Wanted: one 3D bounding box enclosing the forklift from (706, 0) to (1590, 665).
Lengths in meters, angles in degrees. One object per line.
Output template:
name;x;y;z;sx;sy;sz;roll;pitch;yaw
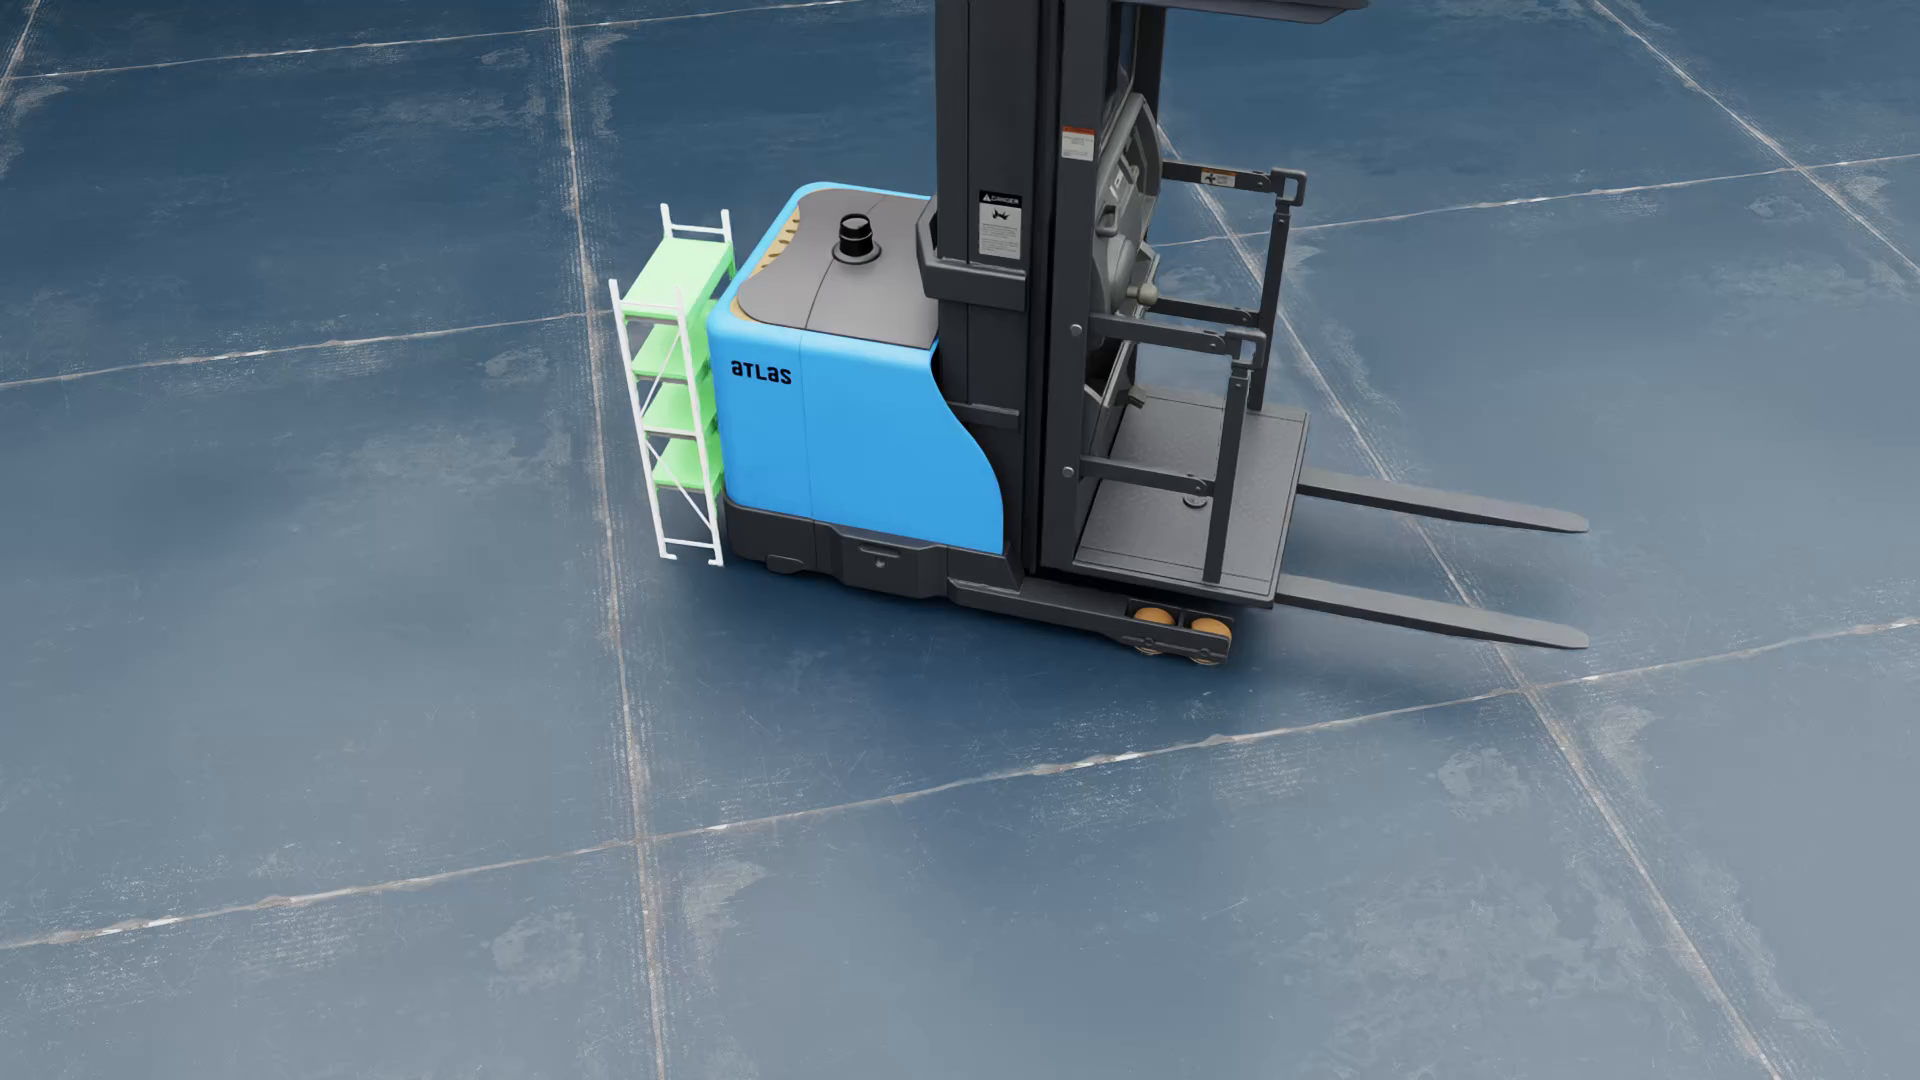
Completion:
forklift;0.719;-1.058;5.234;3.031;2.935;1.130;11;43;12

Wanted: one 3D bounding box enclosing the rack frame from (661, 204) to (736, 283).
rack frame;-0.902;-0.693;6.122;0.240;1.200;0.015;7;42;10

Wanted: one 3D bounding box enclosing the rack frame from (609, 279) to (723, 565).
rack frame;-1.006;-0.377;5.766;0.240;1.200;0.015;7;42;10

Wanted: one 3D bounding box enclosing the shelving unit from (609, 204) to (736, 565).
shelving unit;-0.954;-0.535;5.944;0.258;1.200;0.503;7;42;10

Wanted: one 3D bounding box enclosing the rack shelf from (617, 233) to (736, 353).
rack shelf;-0.963;-0.847;5.669;0.258;0.148;0.480;7;42;10

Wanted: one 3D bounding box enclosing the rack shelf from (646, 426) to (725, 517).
rack shelf;-0.948;-0.307;6.145;0.258;0.148;0.480;7;42;10

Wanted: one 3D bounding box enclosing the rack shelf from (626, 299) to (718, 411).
rack shelf;-0.958;-0.667;5.828;0.258;0.148;0.480;7;42;10

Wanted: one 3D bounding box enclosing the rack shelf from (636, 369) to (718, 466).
rack shelf;-0.953;-0.487;5.986;0.258;0.148;0.480;7;42;10
